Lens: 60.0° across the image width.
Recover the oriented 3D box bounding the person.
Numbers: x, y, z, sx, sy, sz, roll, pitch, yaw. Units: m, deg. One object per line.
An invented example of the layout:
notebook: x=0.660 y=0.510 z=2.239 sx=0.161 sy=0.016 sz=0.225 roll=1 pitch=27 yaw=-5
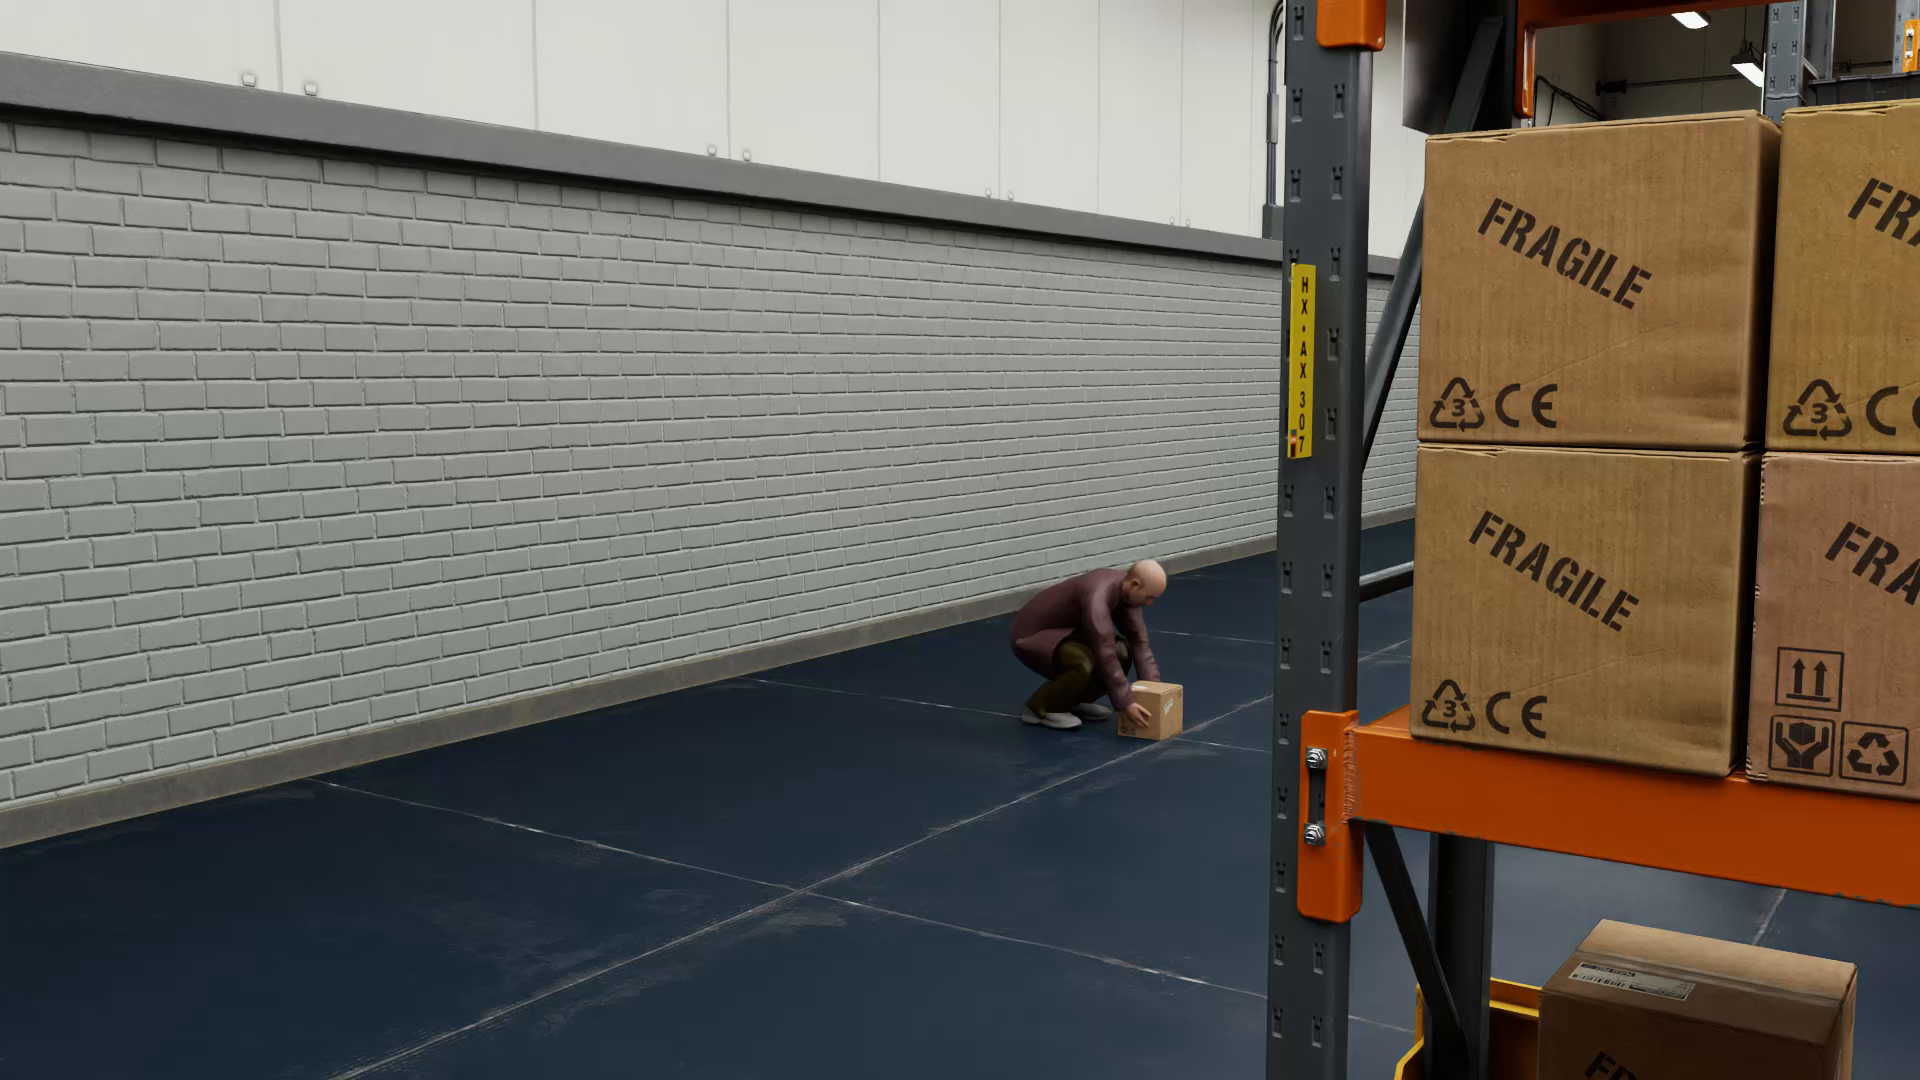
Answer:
person: x=0.569 y=0.093 z=8.865 sx=0.455 sy=1.782 sz=0.577 roll=4 pitch=7 yaw=32
